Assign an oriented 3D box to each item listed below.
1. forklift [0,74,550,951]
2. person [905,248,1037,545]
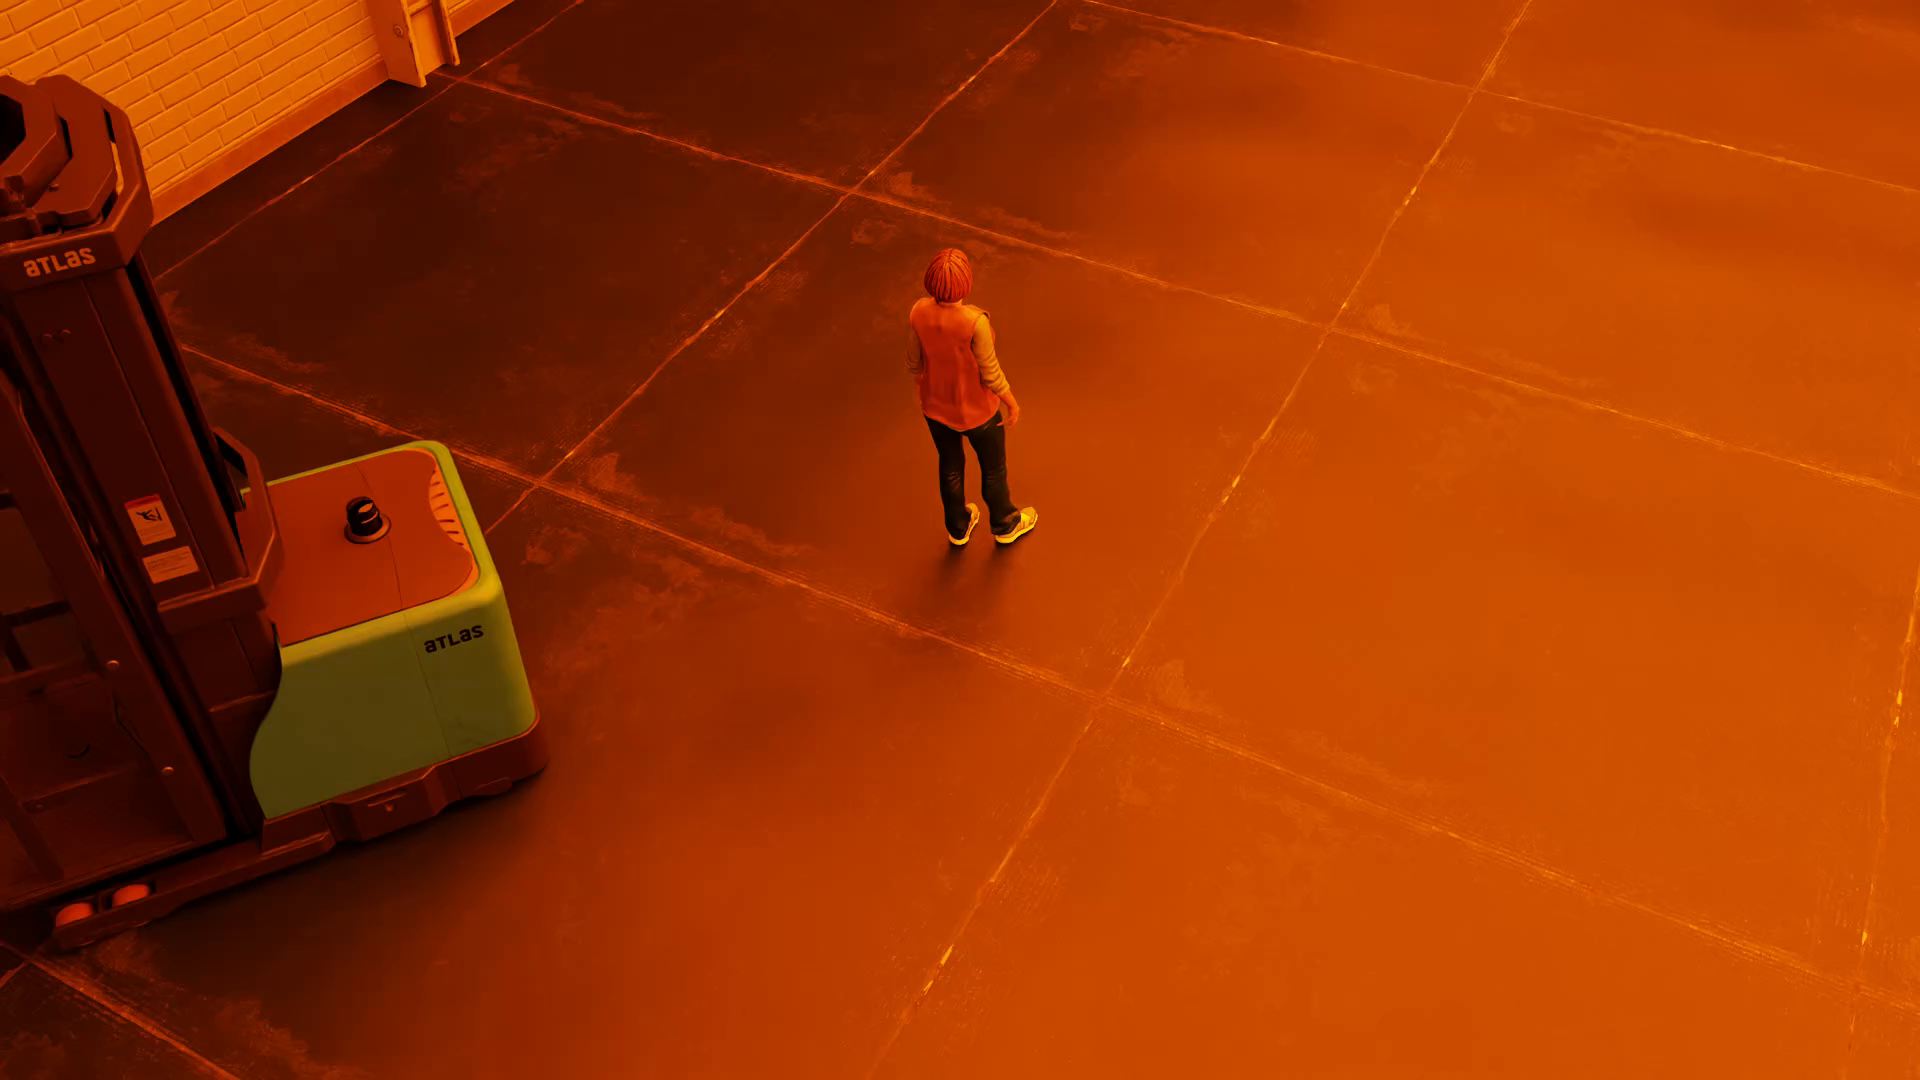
[{"bbox_3d":[-3.225,0.026,5.626,3.031,2.935,1.130,-18,46,-18],"label":"forklift"},{"bbox_3d":[0.047,-0.627,7.281,0.519,1.598,0.475,20,47,20],"label":"person"}]
